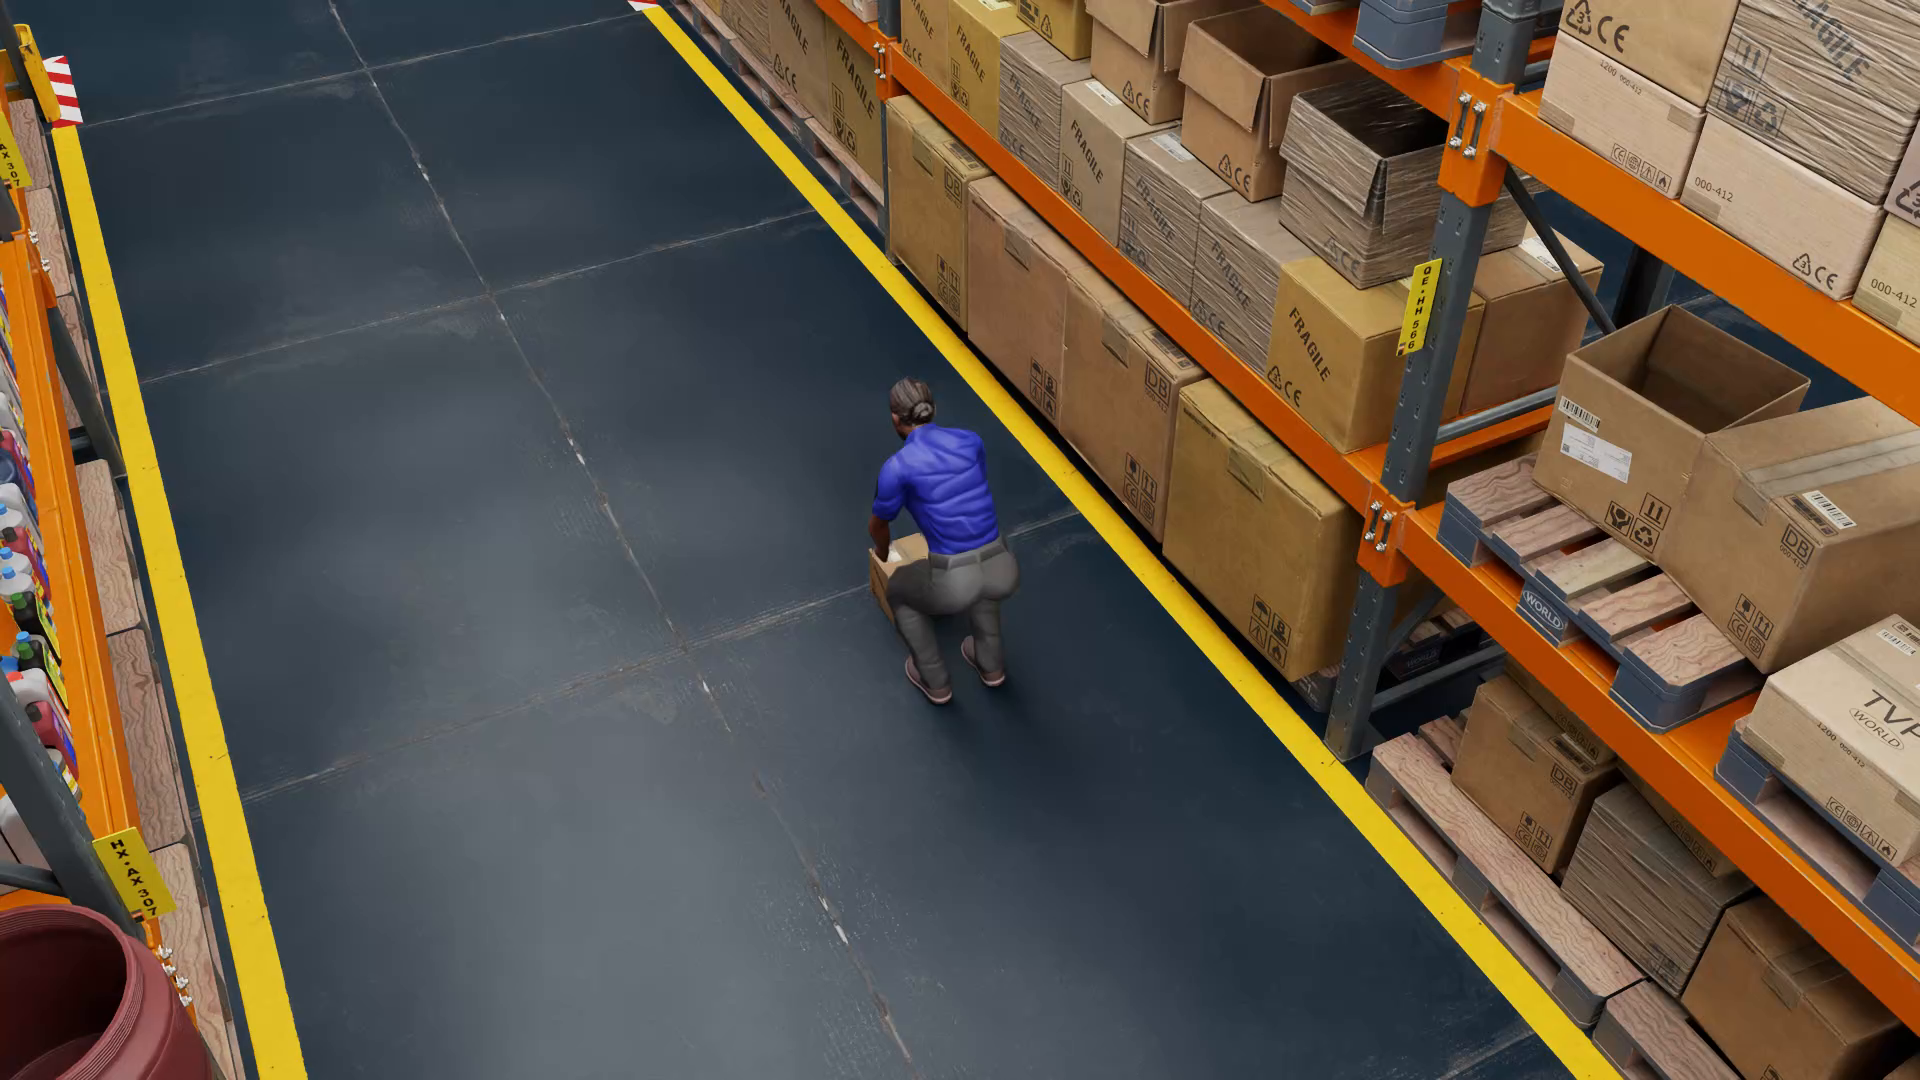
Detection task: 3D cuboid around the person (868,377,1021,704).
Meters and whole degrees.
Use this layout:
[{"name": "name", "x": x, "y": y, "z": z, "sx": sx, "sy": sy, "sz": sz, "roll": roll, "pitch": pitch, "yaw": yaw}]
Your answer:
[{"name": "person", "x": -0.075, "y": 0.046, "z": 6.404, "sx": 0.496, "sy": 1.277, "sz": 0.684, "roll": -17, "pitch": 44, "yaw": -18}]
